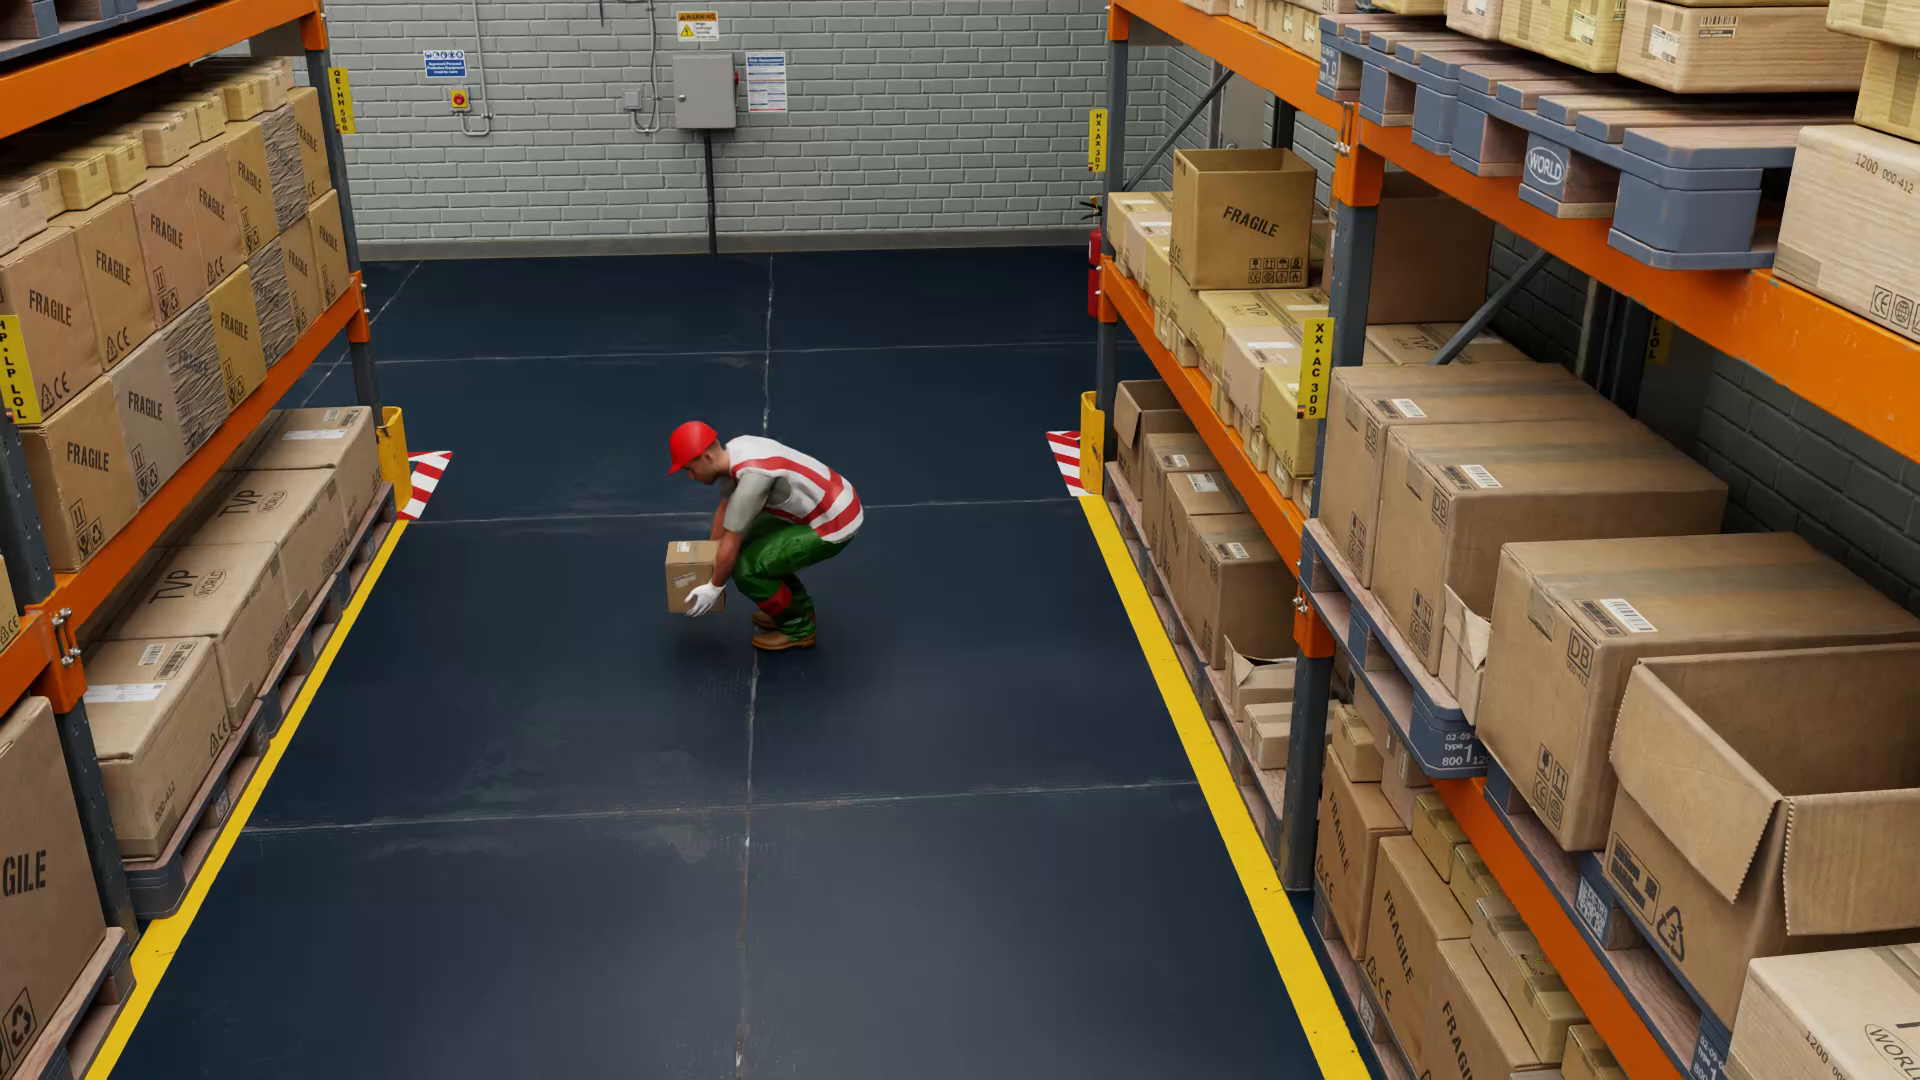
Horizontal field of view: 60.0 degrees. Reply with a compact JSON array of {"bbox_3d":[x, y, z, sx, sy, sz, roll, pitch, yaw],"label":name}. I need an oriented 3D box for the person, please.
[{"bbox_3d":[-0.863,-0.037,7.530,0.857,1.094,0.576,-2,24,-6],"label":"person"}]
